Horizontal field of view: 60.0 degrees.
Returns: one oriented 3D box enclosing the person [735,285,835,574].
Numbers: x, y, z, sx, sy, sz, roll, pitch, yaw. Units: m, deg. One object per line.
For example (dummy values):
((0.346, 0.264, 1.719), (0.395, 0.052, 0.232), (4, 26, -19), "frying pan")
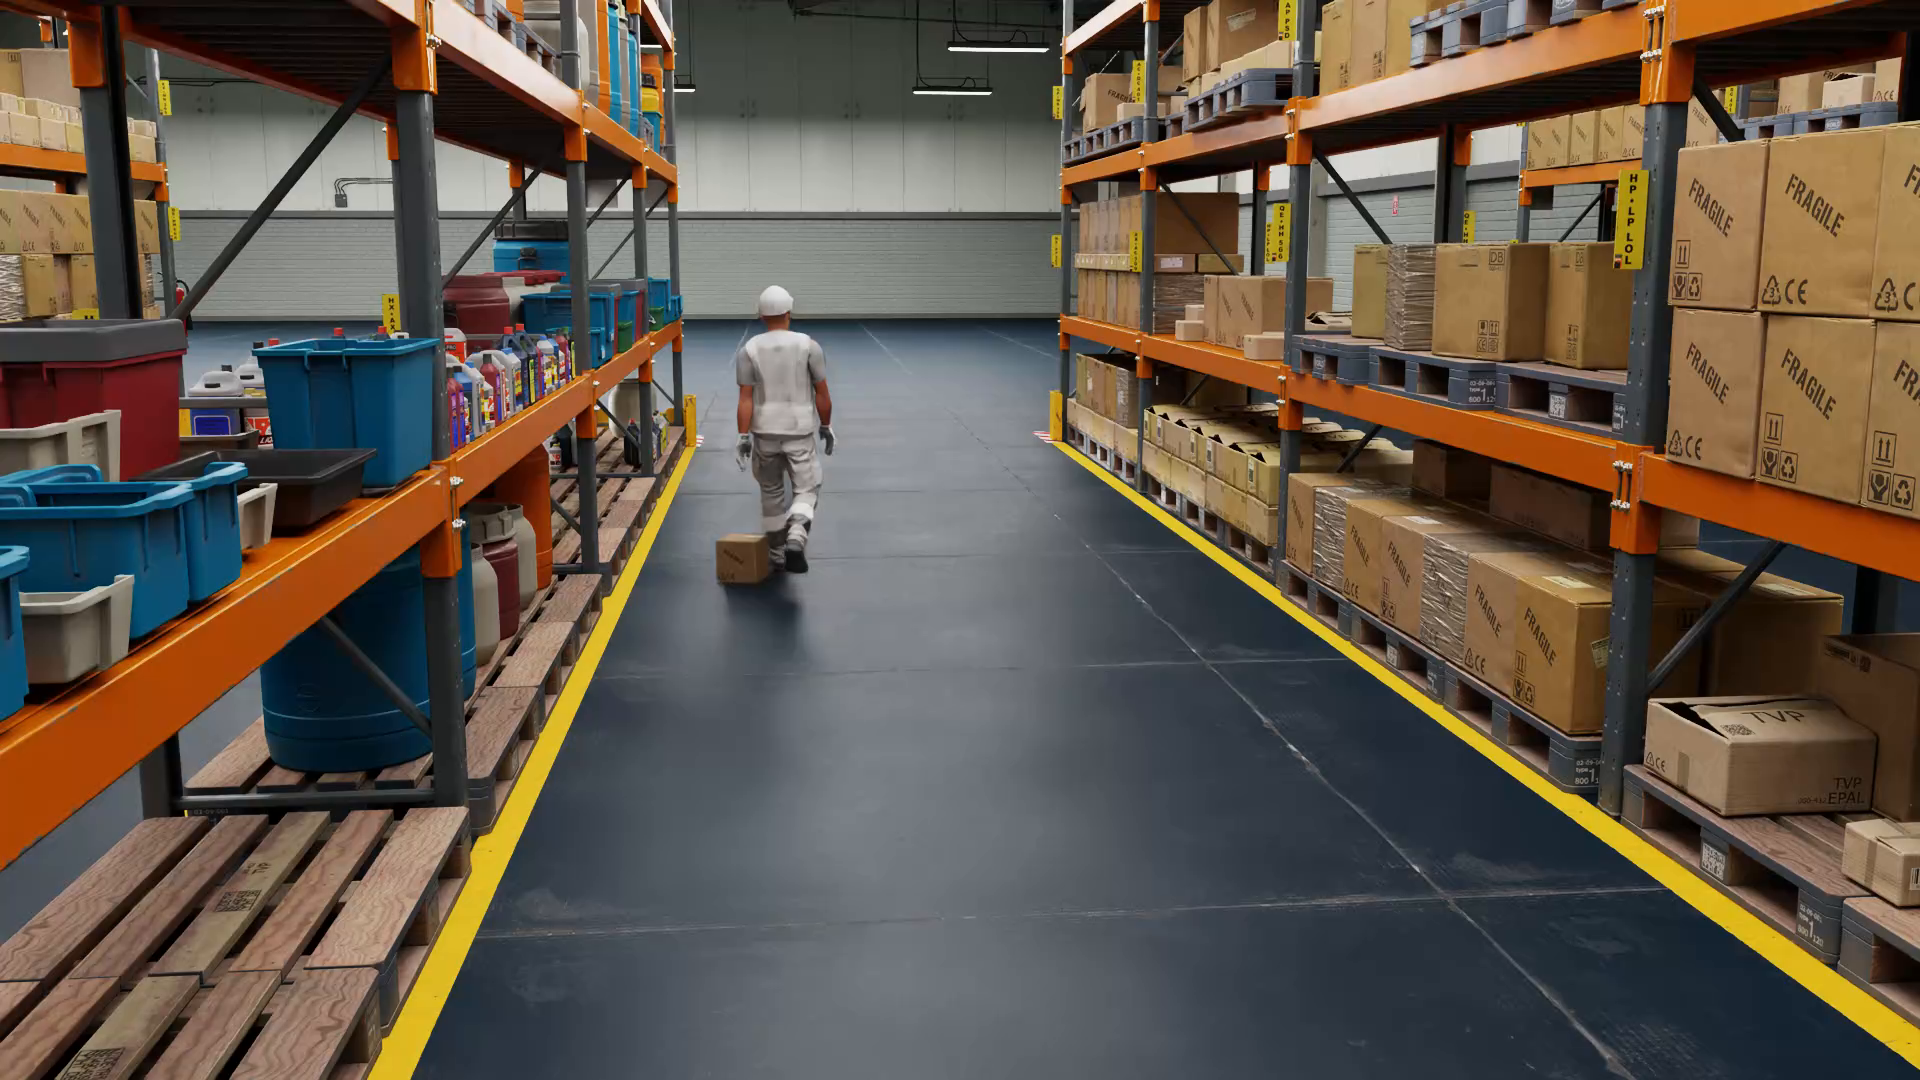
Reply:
((-1.047, -0.634, 9.941), (0.583, 1.756, 0.929), (0, 10, 0), "person")
